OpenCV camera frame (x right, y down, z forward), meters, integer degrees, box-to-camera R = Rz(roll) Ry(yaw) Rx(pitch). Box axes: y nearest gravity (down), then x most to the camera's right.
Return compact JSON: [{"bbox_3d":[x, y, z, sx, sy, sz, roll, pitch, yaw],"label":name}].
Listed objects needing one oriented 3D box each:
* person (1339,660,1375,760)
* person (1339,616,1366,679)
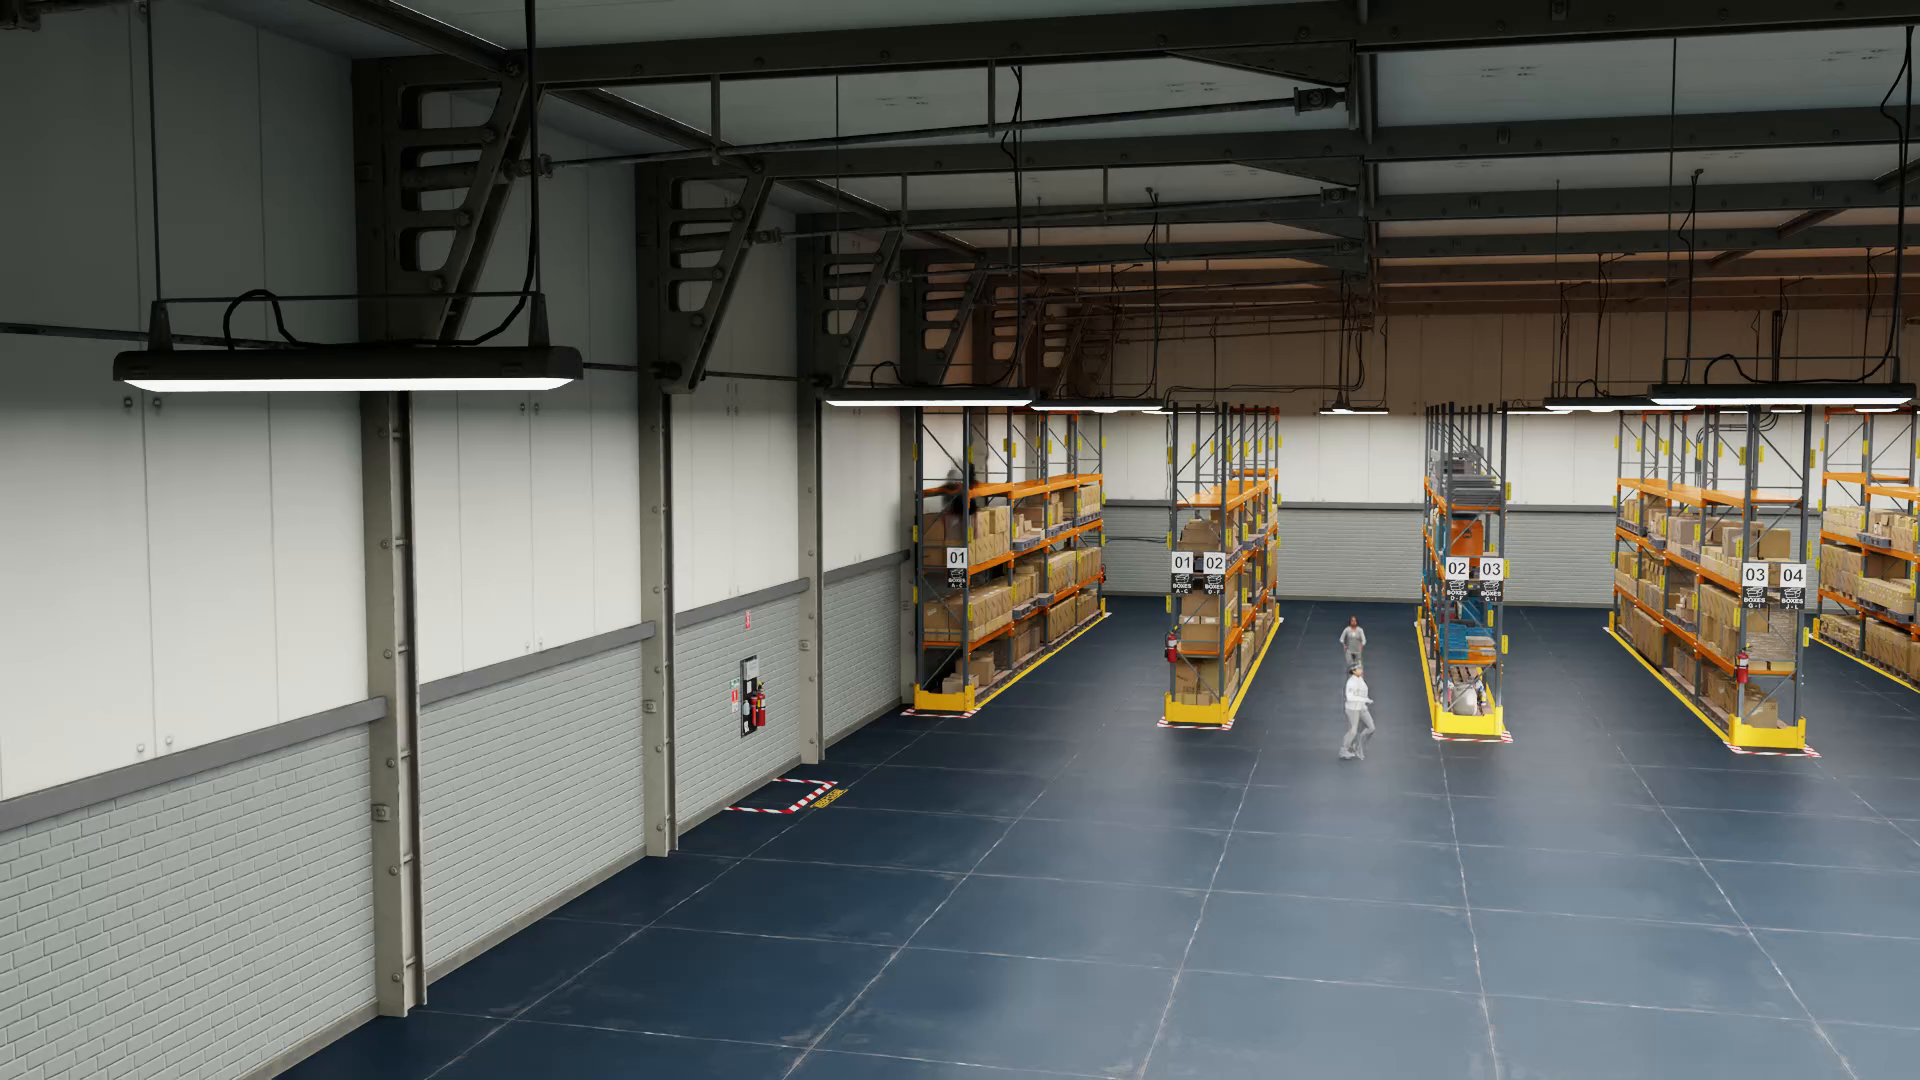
[{"bbox_3d":[6.634,2.839,27.706,0.588,1.695,0.668,-4,6,-44],"label":"person"},{"bbox_3d":[8.250,2.366,34.949,0.537,1.549,0.596,1,4,8],"label":"person"}]
